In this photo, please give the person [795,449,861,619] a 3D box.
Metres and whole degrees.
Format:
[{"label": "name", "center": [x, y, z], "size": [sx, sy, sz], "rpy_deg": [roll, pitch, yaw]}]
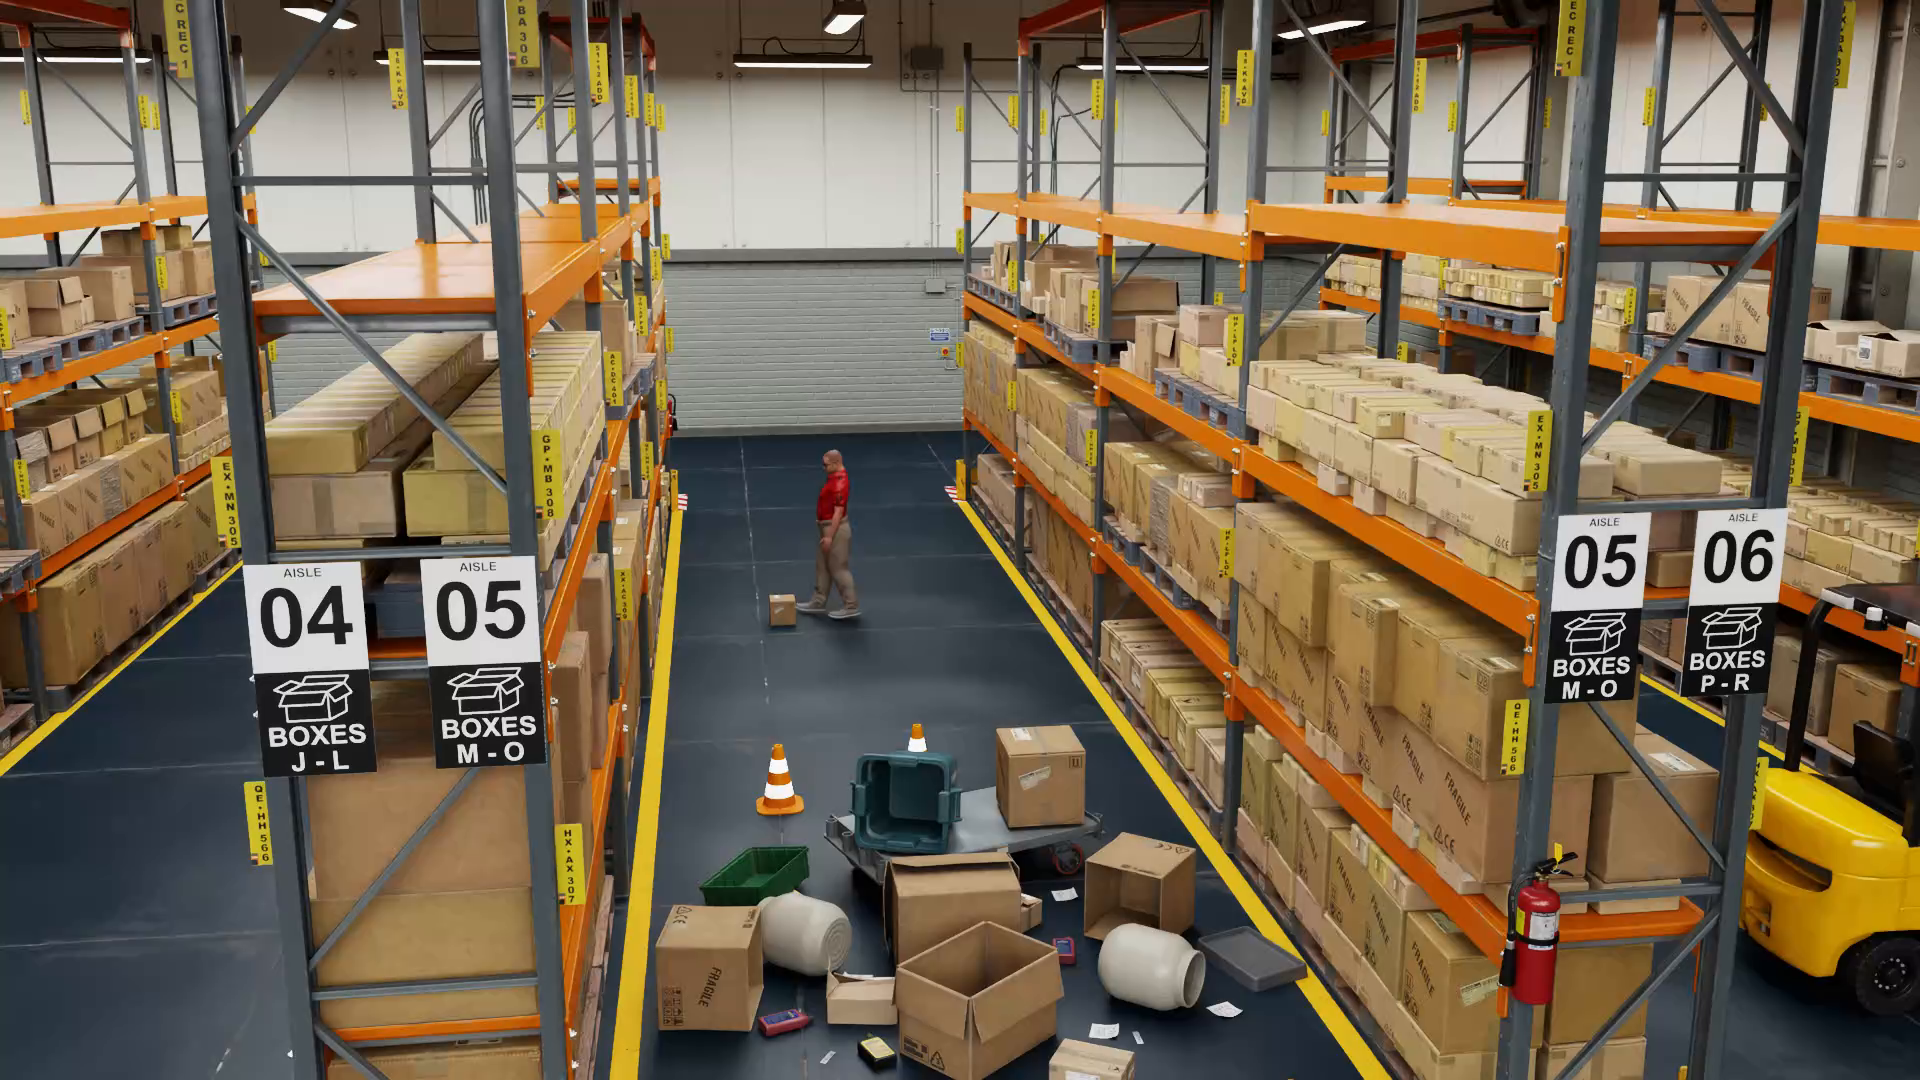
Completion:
[{"label": "person", "center": [-1.353, -0.065, 16.729], "size": [0.668, 1.716, 0.559], "rpy_deg": [-1, 13, -4]}]
